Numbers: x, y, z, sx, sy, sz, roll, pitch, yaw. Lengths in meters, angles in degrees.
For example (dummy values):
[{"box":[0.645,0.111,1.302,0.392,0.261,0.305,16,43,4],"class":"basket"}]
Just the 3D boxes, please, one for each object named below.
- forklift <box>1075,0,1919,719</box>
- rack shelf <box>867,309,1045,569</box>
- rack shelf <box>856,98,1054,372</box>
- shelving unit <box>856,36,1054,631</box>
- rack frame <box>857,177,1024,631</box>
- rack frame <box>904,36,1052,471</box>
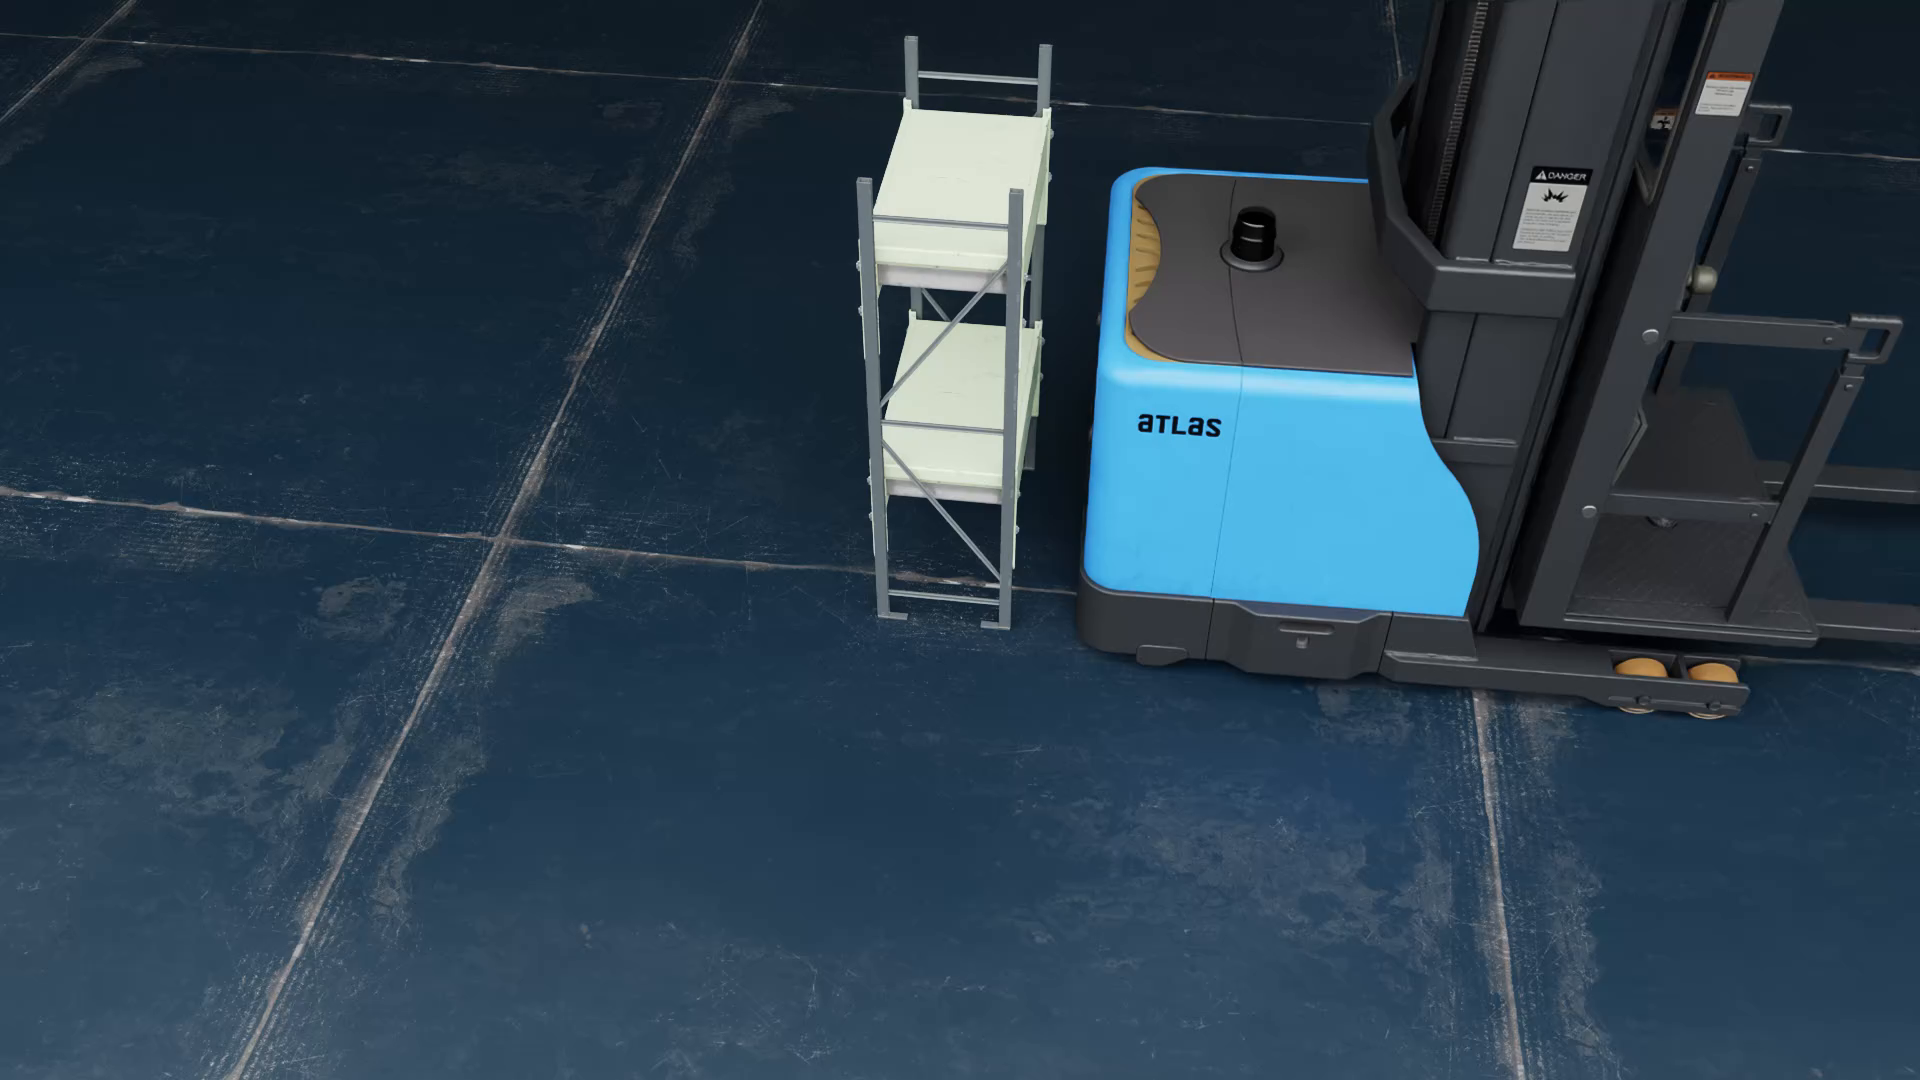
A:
[{"box":[1.889,-0.944,4.115,3.031,2.935,1.130,4,44,4],"class":"forklift"},{"box":[0.001,-0.312,4.963,0.431,0.370,0.720,5,44,6],"class":"rack shelf"},{"box":[0.001,-0.833,4.471,0.431,0.370,0.720,5,44,6],"class":"rack shelf"},{"box":[0.001,-0.549,4.739,0.431,1.500,0.755,5,44,6],"class":"shelving unit"},{"box":[-0.048,-0.300,4.476,0.400,1.500,0.023,5,44,6],"class":"rack frame"},{"box":[0.049,-0.799,5.003,0.400,1.500,0.023,5,44,6],"class":"rack frame"}]
